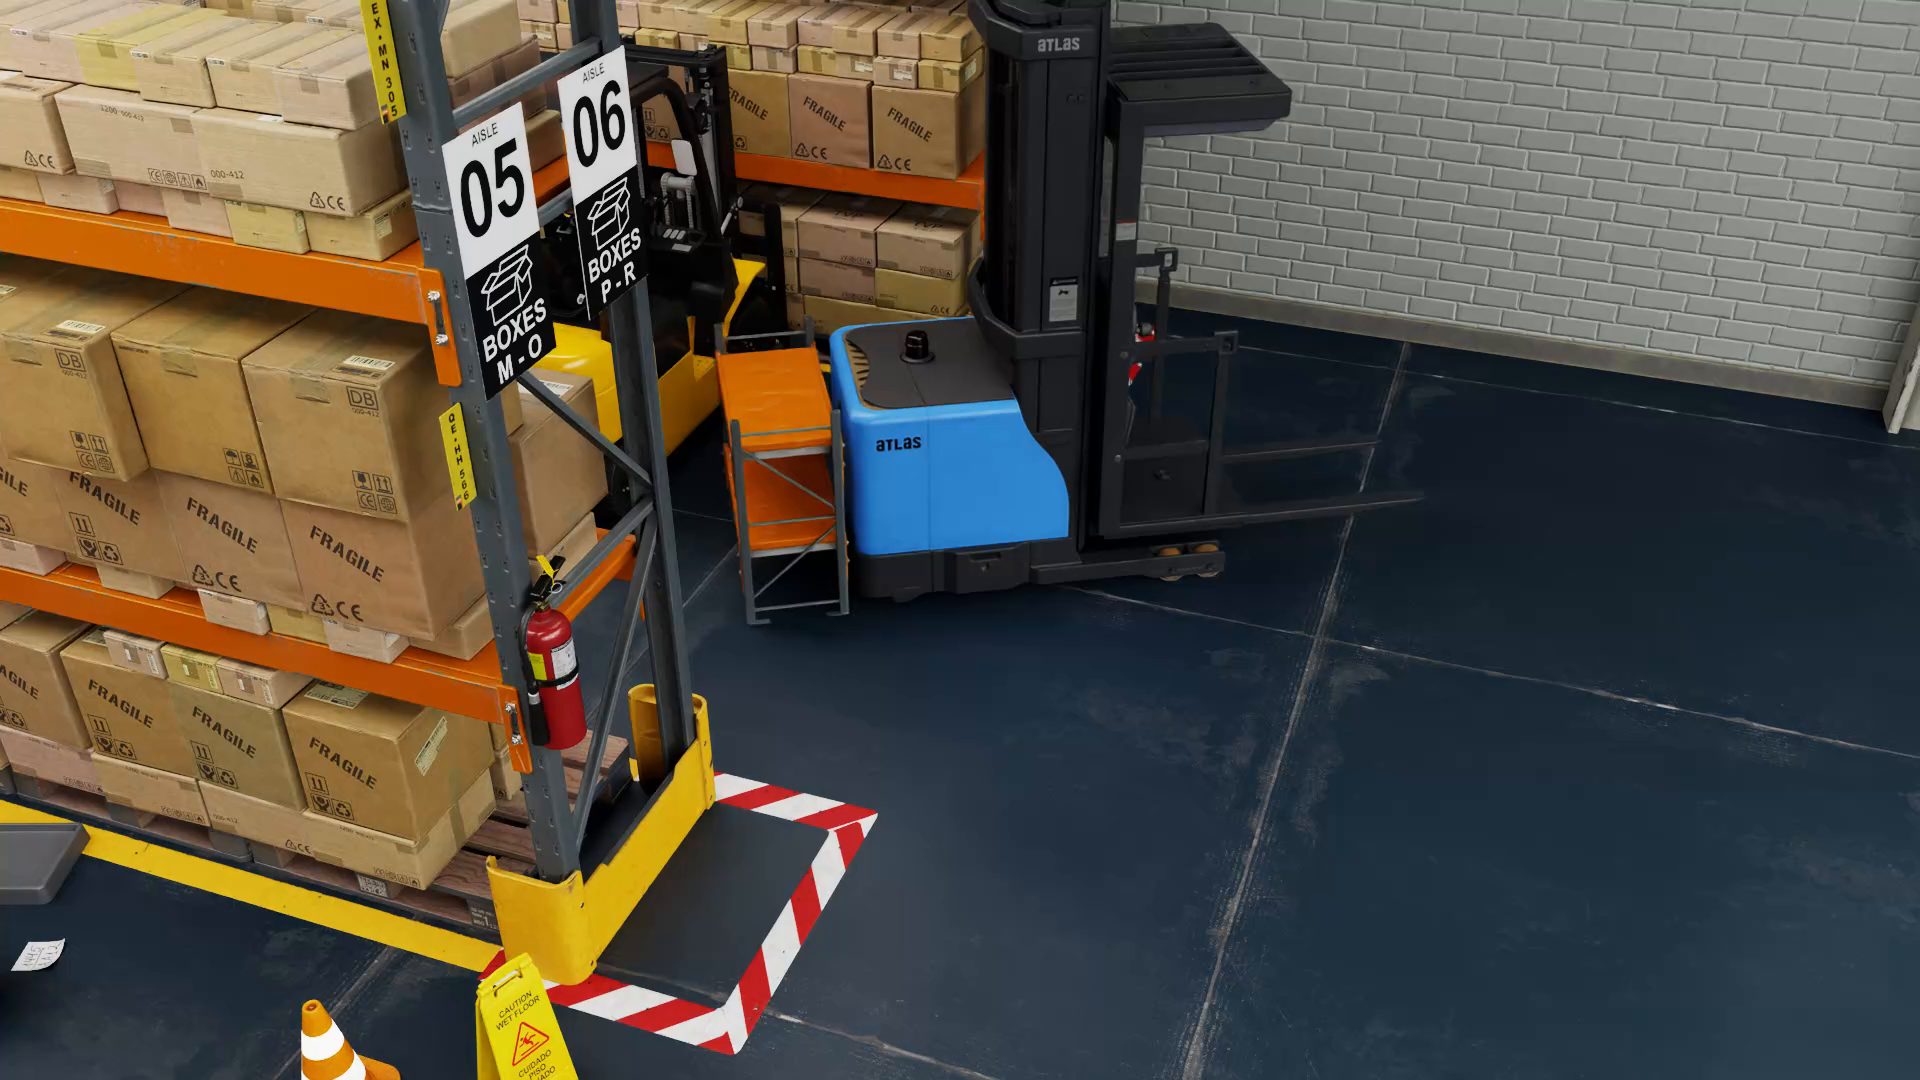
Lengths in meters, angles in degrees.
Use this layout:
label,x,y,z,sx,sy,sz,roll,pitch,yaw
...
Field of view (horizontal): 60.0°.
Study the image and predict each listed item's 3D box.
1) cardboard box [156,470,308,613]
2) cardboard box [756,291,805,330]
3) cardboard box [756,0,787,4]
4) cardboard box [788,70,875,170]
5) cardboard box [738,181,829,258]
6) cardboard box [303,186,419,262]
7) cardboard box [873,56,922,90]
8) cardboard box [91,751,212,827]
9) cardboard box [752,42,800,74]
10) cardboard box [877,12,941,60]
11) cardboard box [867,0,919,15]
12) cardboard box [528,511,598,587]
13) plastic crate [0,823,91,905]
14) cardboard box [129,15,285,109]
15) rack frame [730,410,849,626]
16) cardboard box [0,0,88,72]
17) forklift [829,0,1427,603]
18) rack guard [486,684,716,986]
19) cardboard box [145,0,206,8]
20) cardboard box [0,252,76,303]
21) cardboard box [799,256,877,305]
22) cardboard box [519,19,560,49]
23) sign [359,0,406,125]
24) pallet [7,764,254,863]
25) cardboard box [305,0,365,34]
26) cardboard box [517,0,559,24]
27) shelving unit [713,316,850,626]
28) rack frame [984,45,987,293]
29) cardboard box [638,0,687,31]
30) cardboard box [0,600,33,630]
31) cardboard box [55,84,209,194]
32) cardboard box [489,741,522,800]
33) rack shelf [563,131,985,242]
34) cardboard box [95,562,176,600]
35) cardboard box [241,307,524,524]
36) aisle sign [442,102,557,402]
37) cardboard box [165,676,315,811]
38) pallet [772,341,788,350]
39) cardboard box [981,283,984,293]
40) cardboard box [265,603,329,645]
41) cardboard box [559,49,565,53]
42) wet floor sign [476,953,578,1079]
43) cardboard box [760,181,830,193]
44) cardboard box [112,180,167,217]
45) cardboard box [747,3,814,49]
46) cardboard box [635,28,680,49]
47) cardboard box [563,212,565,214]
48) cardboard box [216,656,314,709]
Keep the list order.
label,x,y,z,sx,sy,sz,roll,pitch,yaw
cardboard box,-2.379,-0.129,5.817,0.500,0.500,0.500,11,34,17
cardboard box,-1.116,-1.582,10.583,0.500,0.250,0.500,11,35,17
cardboard box,-1.064,-3.347,10.204,0.250,0.149,0.380,10,34,15
cardboard box,-0.671,-2.542,9.829,0.500,0.500,0.500,12,35,18
cardboard box,-1.134,-1.988,10.290,0.500,0.250,0.500,11,35,17
cardboard box,-1.735,-0.986,4.978,0.250,0.149,0.380,11,34,17
cardboard box,-0.305,-2.711,9.493,0.250,0.149,0.380,12,35,17
cardboard box,-3.136,0.867,6.789,0.500,0.250,0.500,10,34,15
cardboard box,-1.026,-2.865,9.732,0.250,0.149,0.380,10,34,15
cardboard box,-0.285,-2.871,9.467,0.250,0.149,0.380,11,34,17
cardboard box,-0.366,-3.160,9.915,0.250,0.149,0.380,12,35,17
cardboard box,-1.555,0.029,6.172,0.250,0.149,0.380,11,34,17
plastic crate,-3.869,1.292,6.676,0.583,0.080,0.402,0,33,0
cardboard box,-2.199,-1.414,4.906,0.250,0.149,0.380,11,34,16
rack frame,-0.794,-0.089,7.851,0.500,1.125,0.032,-6,33,-9
cardboard box,-2.886,-1.596,5.188,0.250,0.149,0.380,10,34,15
forklift,0.890,-1.301,8.062,3.031,2.935,1.130,-6,33,-8
rack guard,-1.376,1.127,6.543,0.348,0.500,1.175,11,34,16
cardboard box,-2.504,-1.763,5.447,0.250,0.149,0.380,11,34,16
cardboard box,-3.271,-0.778,5.901,0.500,0.500,0.700,11,34,16
cardboard box,-0.666,-1.702,10.308,0.500,0.250,0.500,11,34,16
cardboard box,-2.482,-3.135,10.150,0.250,0.149,0.380,12,35,18
sign,-1.511,-1.261,4.357,0.005,0.325,0.100,11,34,16
pallet,-3.274,0.858,7.227,1.213,0.211,1.003,11,34,16
cardboard box,-1.813,-1.606,5.203,0.250,0.149,0.380,11,34,16
cardboard box,-2.472,-3.263,10.073,0.250,0.149,0.380,12,35,18
shelving unit,-0.892,-0.360,8.270,0.538,1.125,1.048,-6,33,-9
rack frame,0.366,-2.444,9.770,0.127,3.000,1.000,11,34,16
cardboard box,-1.719,-3.174,9.936,0.250,0.149,0.380,11,34,17
cardboard box,-3.770,0.190,6.548,0.250,0.149,0.380,13,35,19
cardboard box,-2.346,-1.287,5.076,0.500,0.250,0.500,11,34,16
cardboard box,-1.971,0.781,6.923,0.500,0.250,0.500,11,34,16
rack shelf,-1.517,-2.508,10.532,4.000,0.370,1.077,11,34,16
cardboard box,-2.957,0.039,6.156,0.250,0.149,0.380,11,34,16
cardboard box,-1.859,-0.478,5.437,0.500,0.500,0.700,10,34,15
aisle sign,-1.344,-0.842,4.892,0.004,0.787,0.394,11,34,16
cardboard box,-2.639,0.647,6.438,0.500,0.500,0.500,12,35,18
pallet,-1.512,-1.616,11.057,1.213,0.211,1.003,11,34,16
cardboard box,-0.030,-1.655,10.696,0.500,0.250,0.500,11,34,17
cardboard box,-2.239,0.190,5.922,0.250,0.149,0.380,10,34,16
cardboard box,-2.097,-2.825,10.268,0.500,0.500,0.500,11,34,16
wet floor sign,-1.487,1.661,5.582,0.232,0.644,0.267,24,40,32
cardboard box,-0.961,-2.257,10.706,0.500,0.250,0.500,11,34,16
cardboard box,-2.435,-1.161,5.249,0.250,0.149,0.380,11,35,17
cardboard box,-1.032,-2.980,9.635,0.250,0.149,0.380,12,35,18
cardboard box,-1.739,-3.005,9.949,0.250,0.149,0.380,10,34,15
cardboard box,-2.572,-2.270,10.727,0.500,0.250,0.500,11,34,17
cardboard box,-2.515,0.436,6.168,0.250,0.149,0.380,12,35,18
